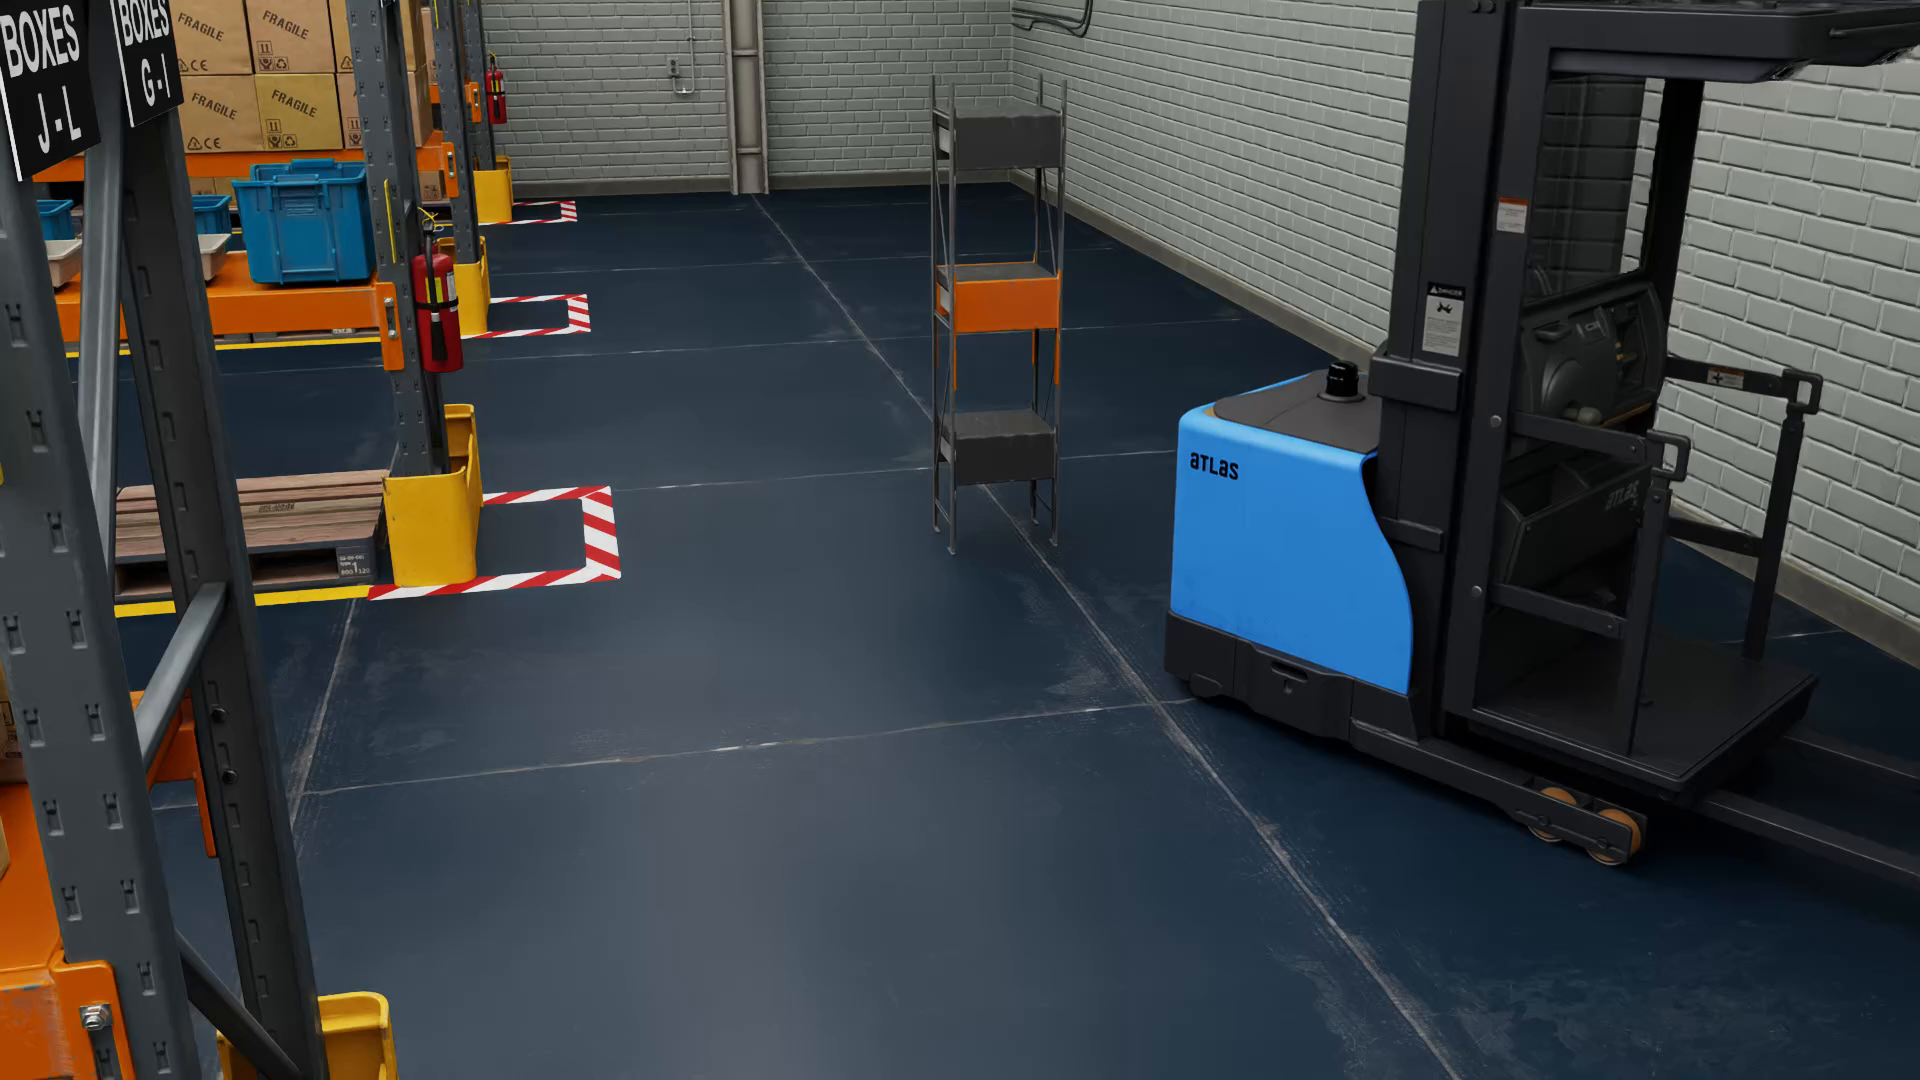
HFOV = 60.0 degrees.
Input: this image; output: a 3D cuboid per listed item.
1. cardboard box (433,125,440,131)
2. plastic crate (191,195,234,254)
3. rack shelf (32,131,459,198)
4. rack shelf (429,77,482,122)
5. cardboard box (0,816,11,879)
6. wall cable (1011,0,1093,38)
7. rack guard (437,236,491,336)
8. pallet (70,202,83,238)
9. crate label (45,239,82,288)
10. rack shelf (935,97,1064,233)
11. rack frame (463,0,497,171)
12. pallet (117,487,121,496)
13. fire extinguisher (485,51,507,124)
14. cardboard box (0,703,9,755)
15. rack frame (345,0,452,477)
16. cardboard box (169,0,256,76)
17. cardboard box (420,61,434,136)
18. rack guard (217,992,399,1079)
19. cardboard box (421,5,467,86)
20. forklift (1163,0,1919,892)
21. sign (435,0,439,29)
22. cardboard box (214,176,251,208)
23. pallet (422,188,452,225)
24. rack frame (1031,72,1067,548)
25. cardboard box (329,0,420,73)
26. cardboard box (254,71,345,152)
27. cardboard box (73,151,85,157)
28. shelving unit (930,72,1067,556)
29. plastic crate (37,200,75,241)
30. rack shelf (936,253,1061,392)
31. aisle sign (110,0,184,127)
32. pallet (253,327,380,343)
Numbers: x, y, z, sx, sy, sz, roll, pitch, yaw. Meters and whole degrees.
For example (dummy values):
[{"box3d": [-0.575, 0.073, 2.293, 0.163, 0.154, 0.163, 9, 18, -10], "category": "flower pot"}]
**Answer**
[{"box3d": [-5.314, -4.030, 16.537, 0.250, 0.149, 0.380, -5, 21, -12], "category": "cardboard box"}, {"box3d": [-3.408, -1.386, 7.394, 0.300, 0.233, 0.416, -5, 21, -12], "category": "plastic crate"}, {"box3d": [-5.534, -2.560, 11.489, 4.000, 0.370, 1.077, -5, 21, -12], "category": "rack shelf"}, {"box3d": [-6.677, -4.218, 16.015, 4.000, 0.370, 1.077, -5, 21, -12], "category": "rack shelf"}, {"box3d": [-1.582, 0.516, 2.410, 0.250, 0.149, 0.380, -4, 21, -11], "category": "cardboard box"}, {"box3d": [0.855, -6.401, 16.721, 0.112, 2.526, 3.097, -5, 21, -12], "category": "wall cable"}, {"box3d": [-3.661, -1.877, 12.211, 0.348, 0.500, 1.175, -5, 21, -12], "category": "rack guard"}, {"box3d": [-7.866, -3.122, 16.032, 1.213, 0.211, 1.003, -5, 21, -12], "category": "pallet"}, {"box3d": [-3.754, -1.129, 6.832, 0.243, 0.136, 0.396, -5, 21, -12], "category": "crate label"}, {"box3d": [0.161, -1.644, 7.253, 0.480, 0.518, 0.431, -5, 21, -12], "category": "rack shelf"}, {"box3d": [-4.731, -4.714, 16.324, 0.127, 3.000, 1.000, -5, 21, -12], "category": "rack frame"}, {"box3d": [-4.448, 0.059, 7.347, 1.213, 0.211, 1.003, -5, 21, -12], "category": "pallet"}, {"box3d": [-4.478, -4.360, 16.012, 0.183, 0.674, 0.296, -5, 21, -12], "category": "fire extinguisher"}, {"box3d": [-1.722, 0.318, 2.372, 0.500, 0.250, 0.500, -5, 21, -13], "category": "cardboard box"}, {"box3d": [-2.451, -1.398, 7.271, 0.127, 3.000, 1.000, -5, 21, -12], "category": "rack frame"}, {"box3d": [-4.952, -3.363, 11.035, 0.500, 0.500, 0.500, -4, 21, -11], "category": "cardboard box"}, {"box3d": [-4.080, -3.157, 11.926, 0.500, 0.500, 0.500, -4, 21, -11], "category": "cardboard box"}, {"box3d": [-1.288, 1.432, 3.180, 0.348, 0.500, 1.175, -5, 21, -12], "category": "rack guard"}, {"box3d": [-5.225, -4.812, 16.153, 0.700, 0.700, 0.980, -4, 20, -10], "category": "cardboard box"}, {"box3d": [2.159, -0.581, 5.139, 1.130, 2.935, 3.031, -19, 27, -41], "category": "forklift"}, {"box3d": [-3.479, -3.561, 11.033, 0.005, 0.325, 0.100, -5, 21, -12], "category": "sign"}, {"box3d": [-6.883, -3.525, 16.099, 0.500, 0.500, 0.700, -4, 21, -11], "category": "cardboard box"}, {"box3d": [-5.491, -3.316, 16.559, 1.213, 0.211, 1.003, -5, 21, -12], "category": "pallet"}, {"box3d": [0.399, -1.018, 7.542, 0.015, 2.100, 0.400, -5, 21, -12], "category": "rack frame"}, {"box3d": [-3.957, -3.446, 11.261, 0.500, 0.500, 0.500, -5, 21, -13], "category": "cardboard box"}, {"box3d": [-4.465, -2.935, 11.320, 0.500, 0.500, 0.500, -4, 21, -12], "category": "cardboard box"}, {"box3d": [-5.937, -2.816, 10.997, 0.500, 0.500, 0.500, -5, 21, -13], "category": "cardboard box"}, {"box3d": [0.161, -0.999, 7.489, 0.503, 2.100, 0.431, -5, 21, -12], "category": "shelving unit"}, {"box3d": [-4.049, -1.334, 7.252, 0.300, 0.233, 0.416, -5, 21, -12], "category": "plastic crate"}, {"box3d": [0.161, -0.986, 7.494, 0.480, 0.518, 0.431, -5, 21, -12], "category": "rack shelf"}, {"box3d": [-1.311, -1.067, 2.587, 0.004, 0.787, 0.394, -5, 21, -12], "category": "aisle sign"}, {"box3d": [-4.437, -1.678, 12.088, 1.213, 0.211, 1.003, -5, 21, -12], "category": "pallet"}]
